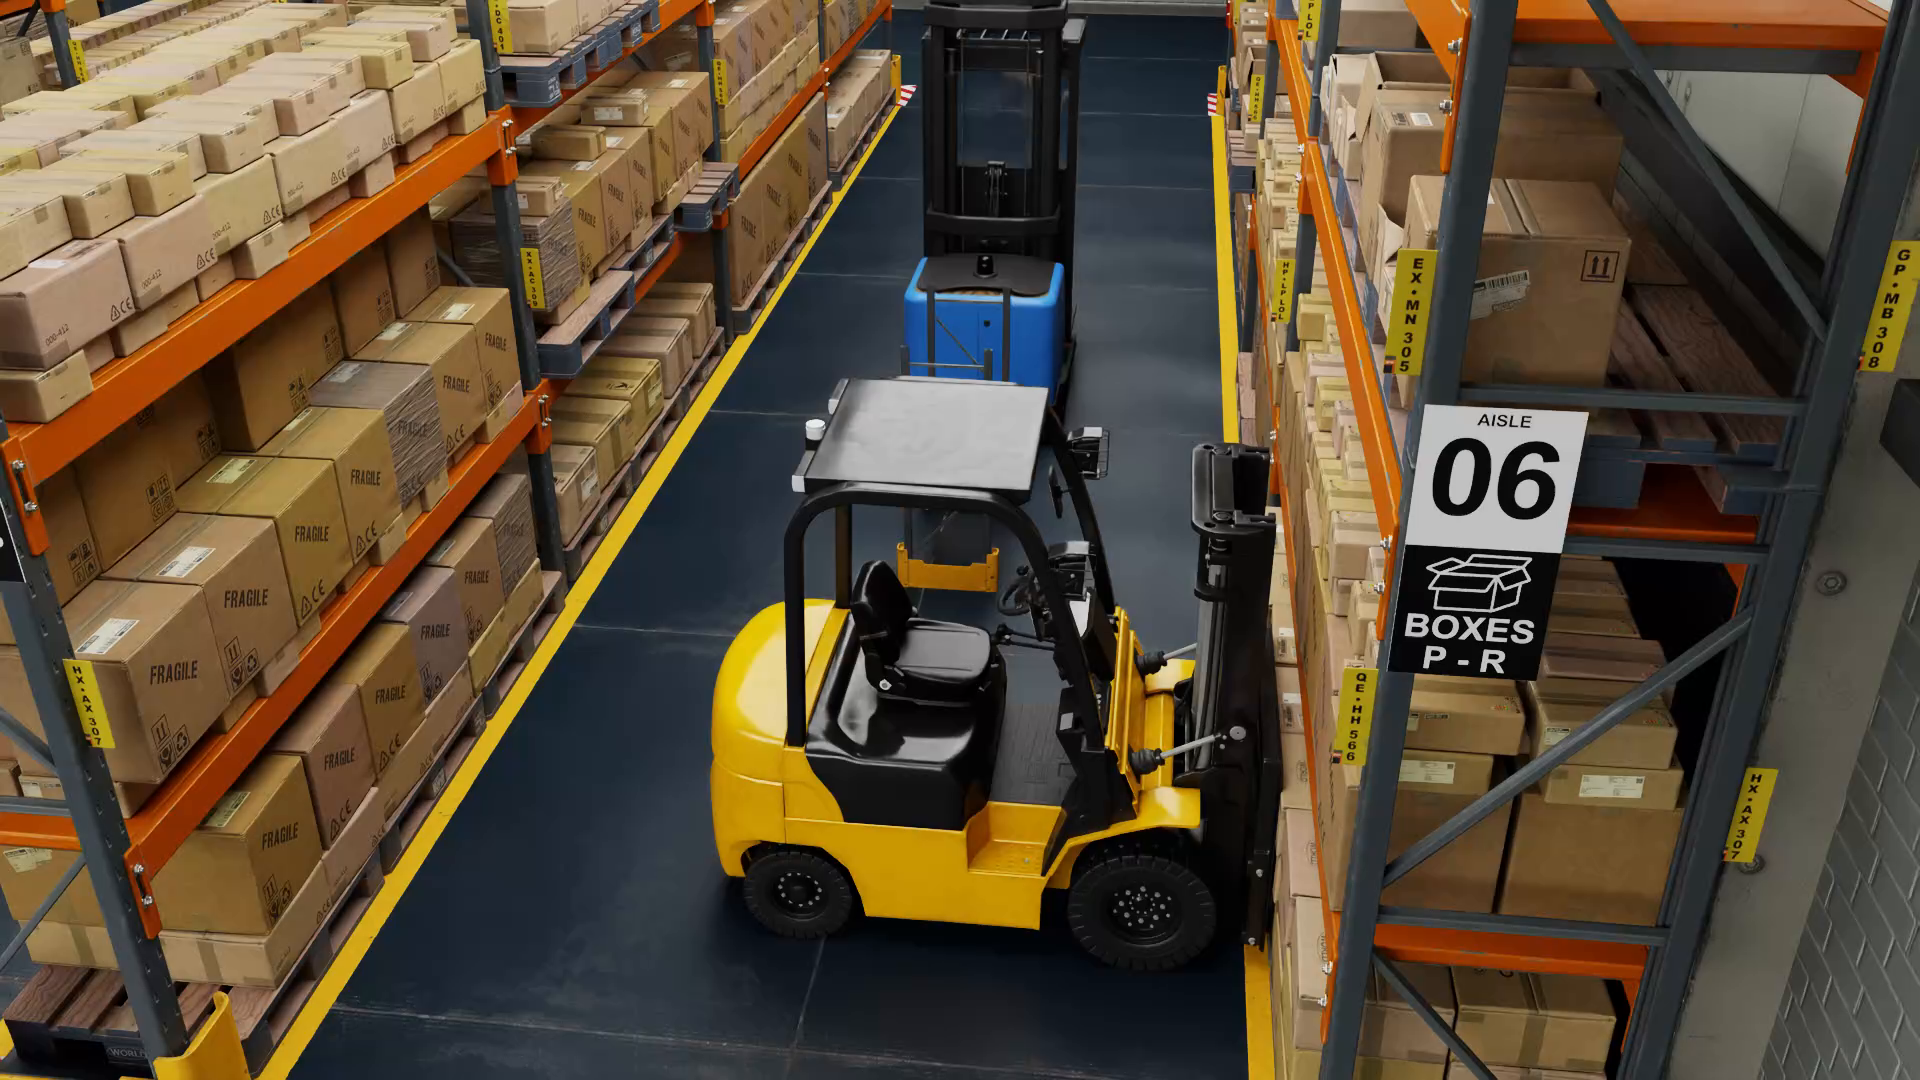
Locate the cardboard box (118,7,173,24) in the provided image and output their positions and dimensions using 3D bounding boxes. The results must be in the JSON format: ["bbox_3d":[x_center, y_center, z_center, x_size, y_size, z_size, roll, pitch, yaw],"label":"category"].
[{"bbox_3d":[-7.358,-4.711,15.026,0.380,0.149,0.250,3,28,6],"label":"cardboard box"}]

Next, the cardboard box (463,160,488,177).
[{"bbox_3d":[-2.879,-2.219,9.660,0.380,0.149,0.250,3,28,5],"label":"cardboard box"}]

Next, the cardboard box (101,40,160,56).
[{"bbox_3d":[-6.871,-4.049,13.799,0.380,0.149,0.250,2,28,4],"label":"cardboard box"}]

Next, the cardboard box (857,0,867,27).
[{"bbox_3d":[-1.289,-5.746,17.647,0.500,0.500,0.500,4,29,8],"label":"cardboard box"}]

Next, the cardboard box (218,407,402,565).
[{"bbox_3d":[-2.764,-0.240,7.114,0.500,0.500,0.500,3,28,5],"label":"cardboard box"}]

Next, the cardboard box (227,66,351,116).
[{"bbox_3d":[-2.697,-1.802,6.694,0.380,0.149,0.250,4,29,7],"label":"cardboard box"}]

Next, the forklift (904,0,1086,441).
[{"bbox_3d":[0.311,-2.641,12.062,1.130,2.935,3.031,3,29,6],"label":"forklift"}]

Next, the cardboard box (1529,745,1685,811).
[{"bbox_3d":[1.953,0.678,5.040,0.380,0.149,0.250,3,28,5],"label":"cardboard box"}]

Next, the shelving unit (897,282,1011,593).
[{"bbox_3d":[-0.009,-0.624,9.828,0.587,1.500,1.083,3,28,6],"label":"shelving unit"}]

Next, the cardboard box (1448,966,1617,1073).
[{"bbox_3d":[1.900,1.522,5.664,0.500,0.250,0.500,3,28,5],"label":"cardboard box"}]

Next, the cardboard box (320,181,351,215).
[{"bbox_3d":[-2.775,-1.460,6.901,0.380,0.149,0.250,4,29,7],"label":"cardboard box"}]

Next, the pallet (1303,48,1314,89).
[{"bbox_3d":[2.239,-2.383,8.550,0.805,0.209,1.217,2,28,4],"label":"pallet"}]

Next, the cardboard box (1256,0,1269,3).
[{"bbox_3d":[3.065,-5.286,16.744,0.500,0.250,0.500,3,28,6],"label":"cardboard box"}]

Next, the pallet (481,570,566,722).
[{"bbox_3d":[-2.830,0.528,9.047,1.003,0.211,1.213,3,28,6],"label":"pallet"}]

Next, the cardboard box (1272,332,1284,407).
[{"bbox_3d":[1.946,-0.917,8.948,0.500,0.250,0.500,4,29,7],"label":"cardboard box"}]

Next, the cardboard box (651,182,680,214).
[{"bbox_3d":[-2.105,-2.307,11.191,0.380,0.149,0.250,4,29,7],"label":"cardboard box"}]

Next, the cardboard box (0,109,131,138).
[{"bbox_3d":[-3.264,-1.465,6.069,0.380,0.149,0.250,3,28,5],"label":"cardboard box"}]

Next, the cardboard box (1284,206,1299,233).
[{"bbox_3d":[2.093,-1.837,9.708,0.380,0.149,0.250,4,29,7],"label":"cardboard box"}]

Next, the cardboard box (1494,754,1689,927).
[{"bbox_3d":[1.990,0.891,5.328,0.500,0.500,0.500,4,29,8],"label":"cardboard box"}]

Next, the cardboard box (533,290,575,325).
[{"bbox_3d":[-2.402,-1.334,9.385,0.380,0.149,0.250,4,29,7],"label":"cardboard box"}]

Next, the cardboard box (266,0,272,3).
[{"bbox_3d":[-6.615,-5.033,15.624,0.380,0.149,0.250,3,28,5],"label":"cardboard box"}]

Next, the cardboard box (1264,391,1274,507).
[{"bbox_3d":[2.299,-0.481,10.042,0.875,0.625,0.625,3,28,6],"label":"cardboard box"}]

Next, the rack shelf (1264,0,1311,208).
[{"bbox_3d":[2.389,-2.676,9.651,1.077,0.370,4.000,3,28,6],"label":"rack shelf"}]

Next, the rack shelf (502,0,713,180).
[{"bbox_3d":[-2.538,-2.963,10.183,1.077,0.370,4.000,3,28,6],"label":"rack shelf"}]

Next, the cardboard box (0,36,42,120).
[{"bbox_3d":[-7.283,-3.414,12.265,0.700,0.500,0.500,3,28,6],"label":"cardboard box"}]

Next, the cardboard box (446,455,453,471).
[{"bbox_3d":[-2.697,-0.386,8.068,0.380,0.149,0.250,3,28,5],"label":"cardboard box"}]

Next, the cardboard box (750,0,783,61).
[{"bbox_3d":[-1.795,-4.317,13.940,0.500,0.500,0.500,4,29,7],"label":"cardboard box"}]

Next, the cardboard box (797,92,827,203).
[{"bbox_3d":[-1.799,-3.736,15.820,0.875,0.875,0.875,4,29,8],"label":"cardboard box"}]

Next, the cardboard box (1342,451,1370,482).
[{"bbox_3d":[1.671,-0.212,6.377,0.380,0.149,0.250,4,29,7],"label":"cardboard box"}]

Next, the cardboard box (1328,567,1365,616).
[{"bbox_3d":[1.540,0.158,6.005,0.380,0.149,0.250,2,28,5],"label":"cardboard box"}]

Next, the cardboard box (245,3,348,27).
[{"bbox_3d":[-3.145,-2.449,7.895,0.380,0.149,0.250,3,28,5],"label":"cardboard box"}]

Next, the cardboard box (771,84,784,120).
[{"bbox_3d":[-1.811,-3.772,14.247,0.500,0.250,0.500,3,28,6],"label":"cardboard box"}]

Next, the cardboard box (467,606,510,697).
[{"bbox_3d":[-2.644,0.553,8.517,0.500,0.250,0.500,3,28,5],"label":"cardboard box"}]

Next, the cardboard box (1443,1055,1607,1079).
[{"bbox_3d":[1.917,1.748,5.771,0.500,0.250,0.500,4,29,7],"label":"cardboard box"}]

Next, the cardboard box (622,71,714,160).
[{"bbox_3d":[-2.073,-3.030,11.850,0.500,0.500,0.500,3,28,5],"label":"cardboard box"}]

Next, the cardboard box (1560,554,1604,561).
[{"bbox_3d":[2.043,0.058,5.876,0.380,0.149,0.250,4,29,8],"label":"cardboard box"}]

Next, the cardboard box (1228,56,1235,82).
[{"bbox_3d":[3.445,-5.183,18.897,0.797,0.503,0.637,2,28,4],"label":"cardboard box"}]

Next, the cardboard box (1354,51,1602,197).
[{"bbox_3d":[1.800,-1.415,5.894,0.797,0.503,0.637,4,29,8],"label":"cardboard box"}]

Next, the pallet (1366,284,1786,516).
[{"bbox_3d":[1.766,-0.461,4.874,1.003,0.211,1.213,3,28,6],"label":"pallet"}]

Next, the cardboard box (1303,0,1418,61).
[{"bbox_3d":[1.991,-2.596,8.289,0.500,0.311,0.500,2,28,5],"label":"cardboard box"}]

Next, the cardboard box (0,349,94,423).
[{"bbox_3d":[-2.910,-0.482,5.084,0.380,0.149,0.250,3,28,6],"label":"cardboard box"}]

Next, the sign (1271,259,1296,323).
[{"bbox_3d":[1.604,-1.233,8.238,0.100,0.325,0.005,3,28,6],"label":"sign"}]

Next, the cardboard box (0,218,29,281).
[{"bbox_3d":[-3.027,-0.851,4.929,0.380,0.149,0.250,3,28,6],"label":"cardboard box"}]

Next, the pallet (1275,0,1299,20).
[{"bbox_3d":[2.639,-3.526,10.670,1.213,0.211,1.003,5,29,9],"label":"pallet"}]

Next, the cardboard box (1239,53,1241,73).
[{"bbox_3d":[2.573,-3.991,14.194,0.396,0.266,0.258,5,29,9],"label":"cardboard box"}]

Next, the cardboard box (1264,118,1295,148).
[{"bbox_3d":[2.303,-2.810,11.515,0.380,0.149,0.250,4,29,8],"label":"cardboard box"}]

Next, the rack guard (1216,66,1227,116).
[{"bbox_3d":[3.605,-5.243,19.455,1.175,0.500,0.348,3,28,6],"label":"rack guard"}]

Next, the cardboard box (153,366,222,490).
[{"bbox_3d":[-3.397,-0.487,6.518,0.700,0.500,0.500,3,28,6],"label":"cardboard box"}]

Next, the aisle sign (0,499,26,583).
[{"bbox_3d":[-2.973,-0.232,4.777,0.394,0.787,0.004,3,28,6],"label":"aisle sign"}]

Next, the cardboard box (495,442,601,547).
[{"bbox_3d":[-2.721,-0.293,9.958,0.950,0.372,0.625,4,29,7],"label":"cardboard box"}]

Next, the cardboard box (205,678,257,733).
[{"bbox_3d":[-2.896,0.588,6.260,0.380,0.149,0.250,2,28,5],"label":"cardboard box"}]

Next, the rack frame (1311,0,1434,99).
[{"bbox_3d":[2.144,-3.372,7.021,1.000,3.000,0.127,3,28,6],"label":"rack frame"}]

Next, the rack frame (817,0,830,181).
[{"bbox_3d":[-1.803,-4.783,15.966,1.000,3.000,0.127,3,28,6],"label":"rack frame"}]

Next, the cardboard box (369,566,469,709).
[{"bbox_3d":[-2.711,0.452,7.914,0.500,0.500,0.500,5,29,9],"label":"cardboard box"}]

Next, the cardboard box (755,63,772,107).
[{"bbox_3d":[-1.848,-3.756,13.690,0.500,0.250,0.500,3,28,6],"label":"cardboard box"}]
